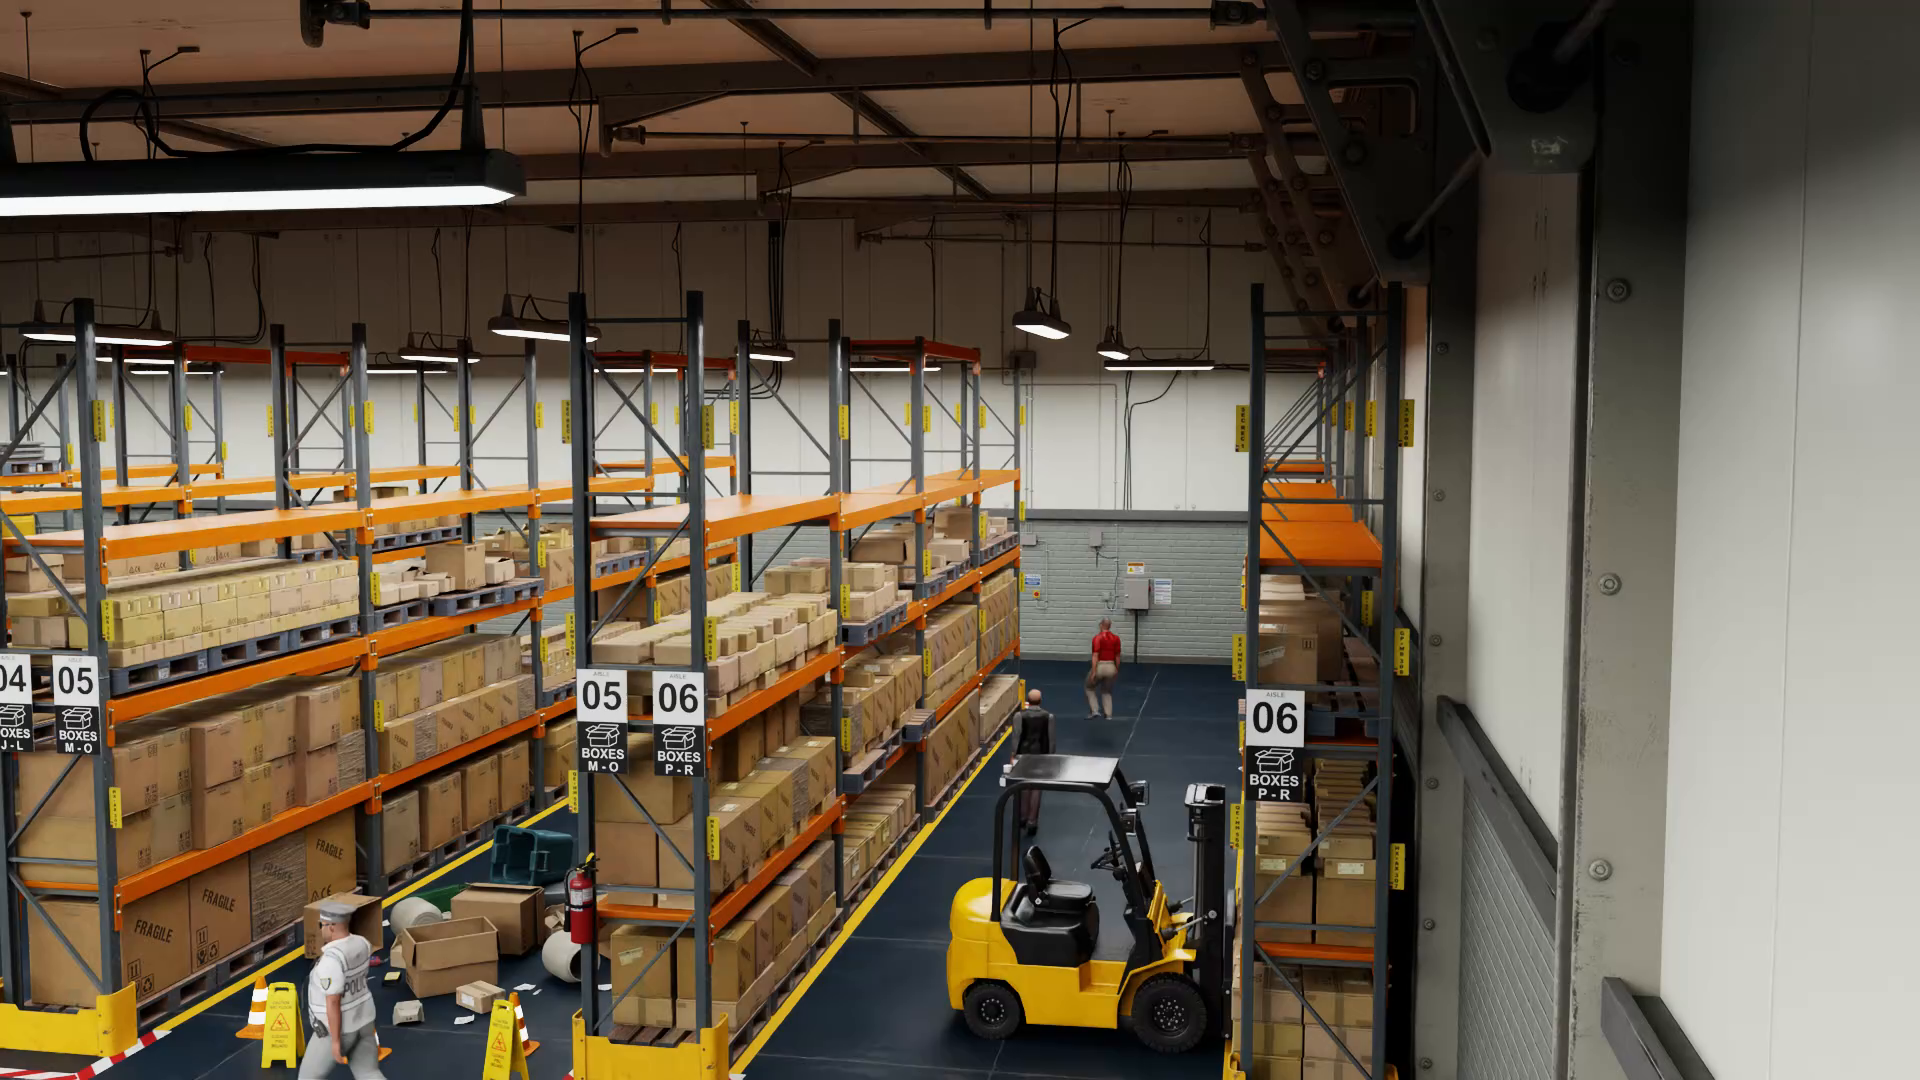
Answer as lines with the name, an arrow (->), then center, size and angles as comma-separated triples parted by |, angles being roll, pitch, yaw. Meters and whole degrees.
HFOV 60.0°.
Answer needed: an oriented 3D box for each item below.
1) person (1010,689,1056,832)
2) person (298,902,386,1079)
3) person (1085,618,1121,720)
person -> 0.895, 2.705, 20.271 | 0.549, 1.770, 0.613 | 0, 5, 6
person -> -4.355, 3.374, 11.583 | 0.909, 1.716, 0.550 | 1, 5, 18
person -> 2.265, 2.044, 26.033 | 0.552, 1.640, 0.648 | -1, 5, -10
